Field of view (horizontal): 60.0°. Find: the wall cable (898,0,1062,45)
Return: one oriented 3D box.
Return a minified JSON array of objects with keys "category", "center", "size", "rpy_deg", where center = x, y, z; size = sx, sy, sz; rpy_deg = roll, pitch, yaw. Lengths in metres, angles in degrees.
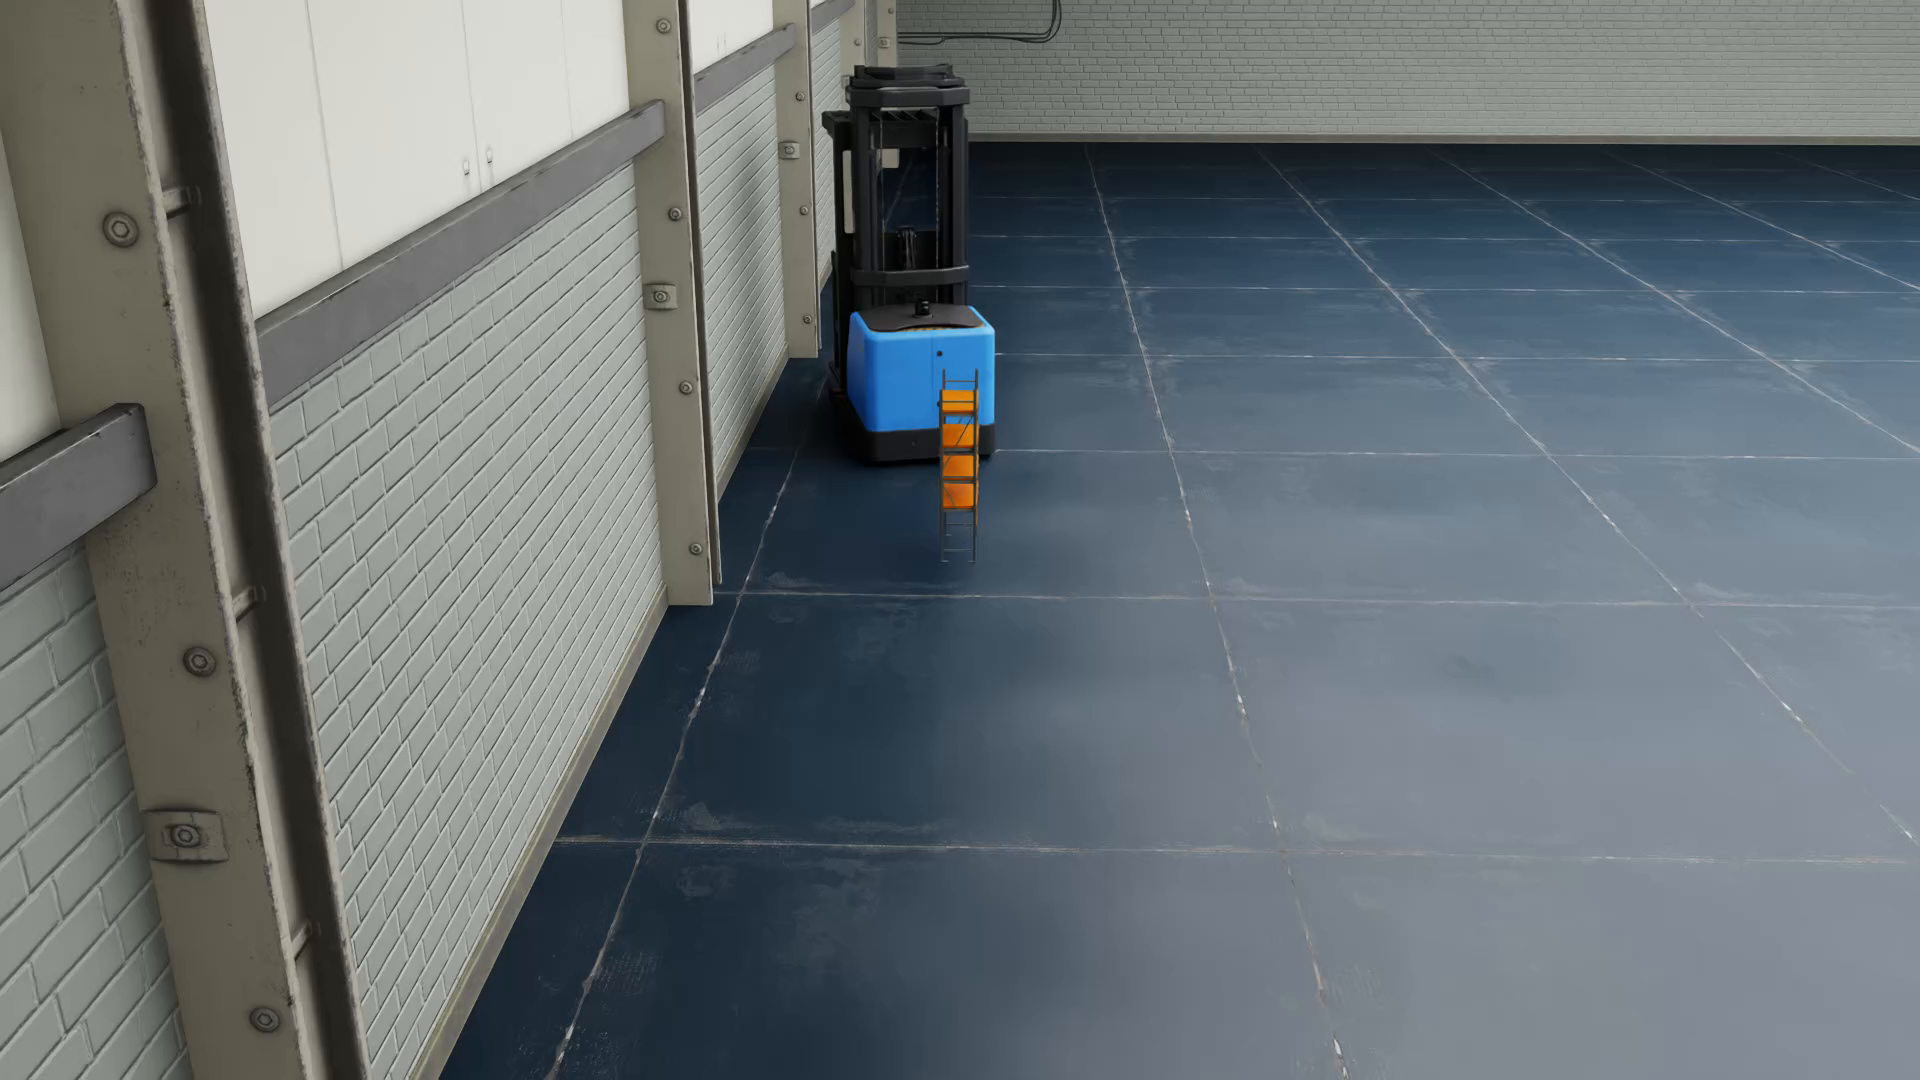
[{"category":"wall cable","center":[0.247,-9.968,29.072],"size":[3.097,2.526,0.112],"rpy_deg":[1,21,2]}]

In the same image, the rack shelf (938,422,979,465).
[{"category":"rack shelf","center":[-0.005,-0.645,11.101],"size":[0.258,0.148,0.480],"rpy_deg":[1,21,2]}]

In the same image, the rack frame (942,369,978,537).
[{"category":"rack frame","center":[0.002,-0.588,11.385],"size":[0.240,1.200,0.015],"rpy_deg":[1,21,2]}]

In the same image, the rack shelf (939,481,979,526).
[{"category":"rack shelf","center":[-0.005,-0.252,11.254],"size":[0.258,0.148,0.480],"rpy_deg":[1,21,2]}]

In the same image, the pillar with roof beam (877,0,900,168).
[{"category":"pillar with roof beam","center":[3.139,-10.318,25.681],"size":[9.100,9.000,0.400],"rpy_deg":[1,21,2]}]

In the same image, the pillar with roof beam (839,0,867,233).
[{"category":"pillar with roof beam","center":[2.956,-8.148,20.090],"size":[9.100,9.000,0.400],"rpy_deg":[1,21,2]}]

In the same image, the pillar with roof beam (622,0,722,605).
[{"category":"pillar with roof beam","center":[2.591,-3.810,8.907],"size":[9.100,9.000,0.400],"rpy_deg":[1,21,2]}]

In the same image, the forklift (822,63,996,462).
[{"category":"forklift","center":[-0.526,-2.475,13.857],"size":[1.130,2.935,3.031],"rpy_deg":[-4,22,-11]}]

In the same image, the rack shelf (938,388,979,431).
[{"category":"rack shelf","center":[-0.005,-0.866,11.015],"size":[0.258,0.148,0.480],"rpy_deg":[1,21,2]}]

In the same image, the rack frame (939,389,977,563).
[{"category":"rack frame","center":[-0.012,-0.411,10.930],"size":[0.240,1.200,0.015],"rpy_deg":[1,21,2]}]

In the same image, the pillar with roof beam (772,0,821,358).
[{"category":"pillar with roof beam","center":[2.774,-5.979,14.499],"size":[9.100,9.000,0.400],"rpy_deg":[1,21,2]}]

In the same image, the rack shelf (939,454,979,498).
[{"category":"rack shelf","center":[-0.005,-0.437,11.182],"size":[0.258,0.148,0.480],"rpy_deg":[1,21,2]}]

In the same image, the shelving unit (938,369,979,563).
[{"category":"shelving unit","center":[-0.005,-0.500,11.158],"size":[0.258,1.200,0.503],"rpy_deg":[1,21,2]}]
